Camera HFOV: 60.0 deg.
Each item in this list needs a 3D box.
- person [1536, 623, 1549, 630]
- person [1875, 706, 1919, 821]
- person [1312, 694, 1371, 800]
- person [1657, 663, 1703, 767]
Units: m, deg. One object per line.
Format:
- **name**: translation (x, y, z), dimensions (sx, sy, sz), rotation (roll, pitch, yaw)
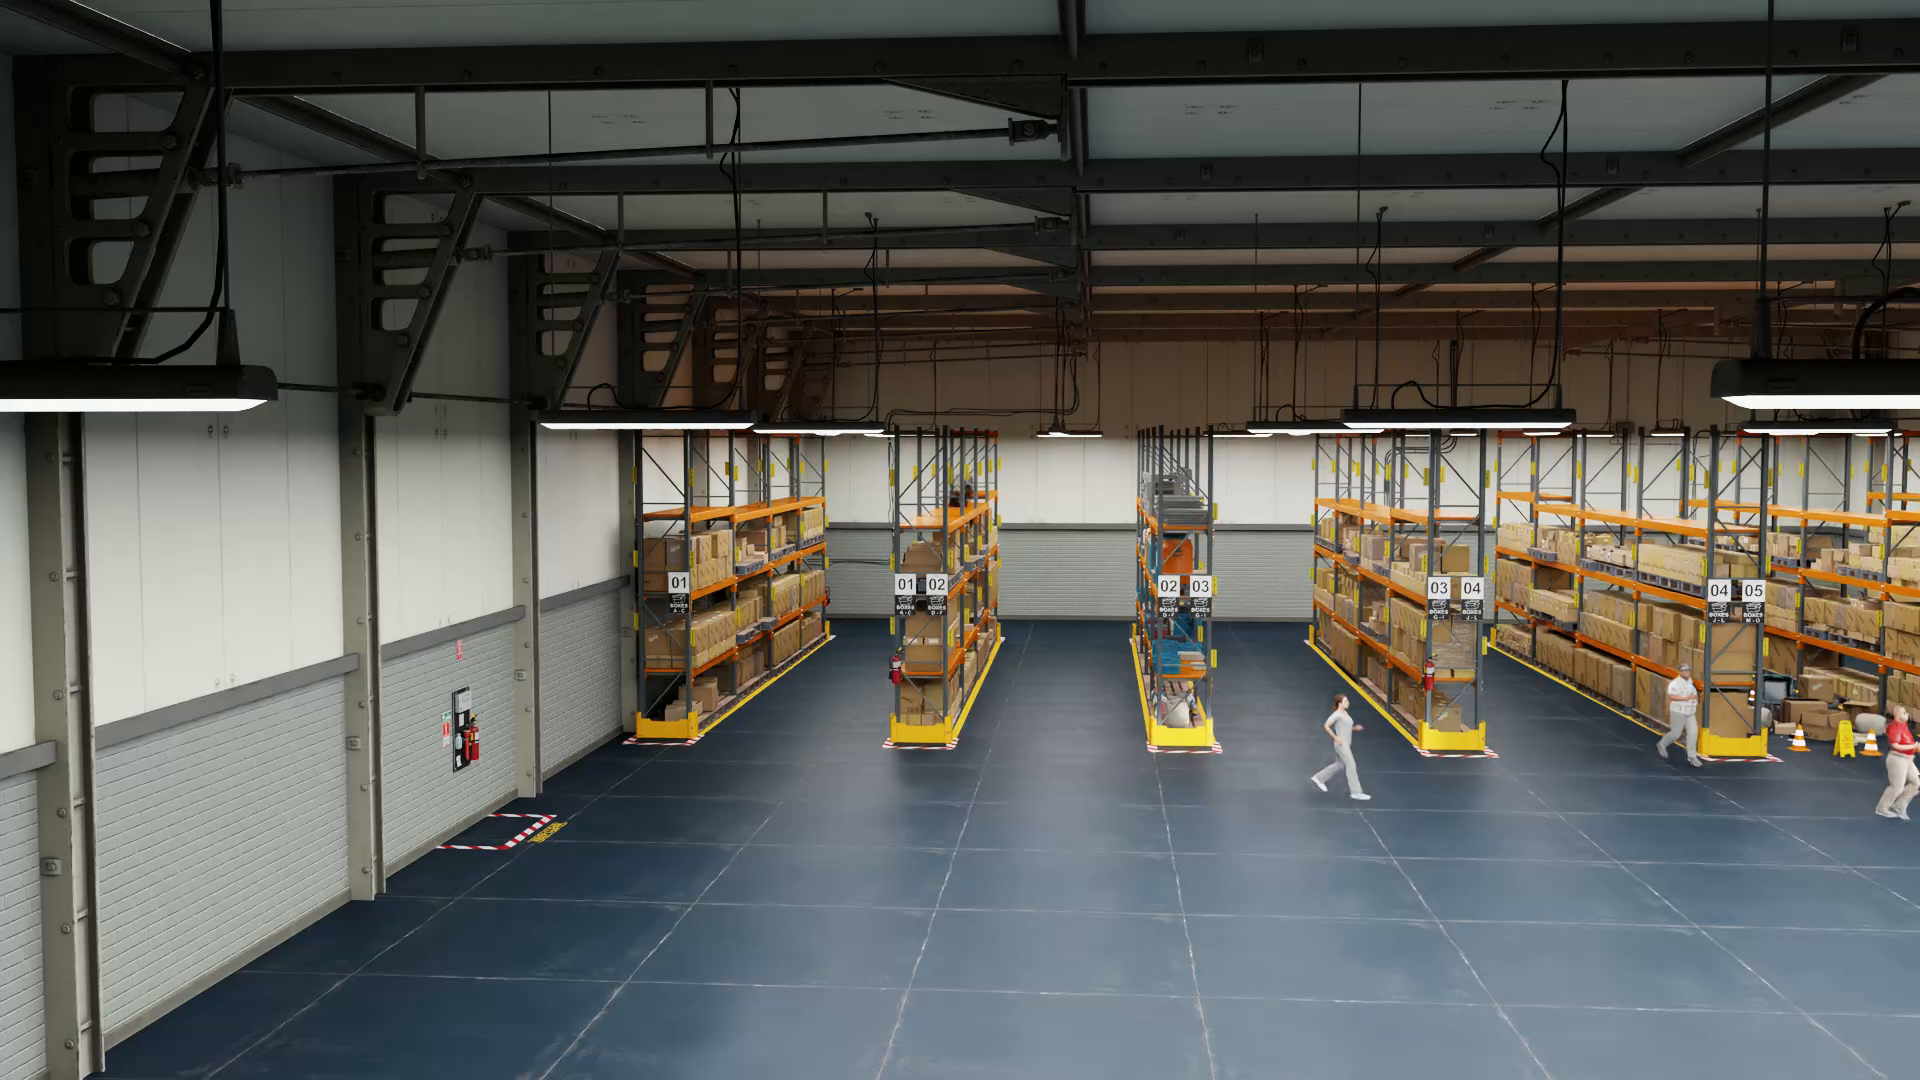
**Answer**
- **person**: translation (16.515, 2.068, 47.282), dimensions (0.697, 1.612, 0.580), rotation (1, 3, 9)
- **person**: translation (14.166, 3.377, 24.975), dimensions (0.689, 1.765, 0.642), rotation (3, 5, 43)
- **person**: translation (6.078, 3.272, 26.502), dimensions (0.968, 1.649, 0.567), rotation (2, 4, 27)
- **person**: translation (12.780, 3.054, 29.458), dimensions (0.695, 1.796, 0.912), rotation (-2, 4, -25)
